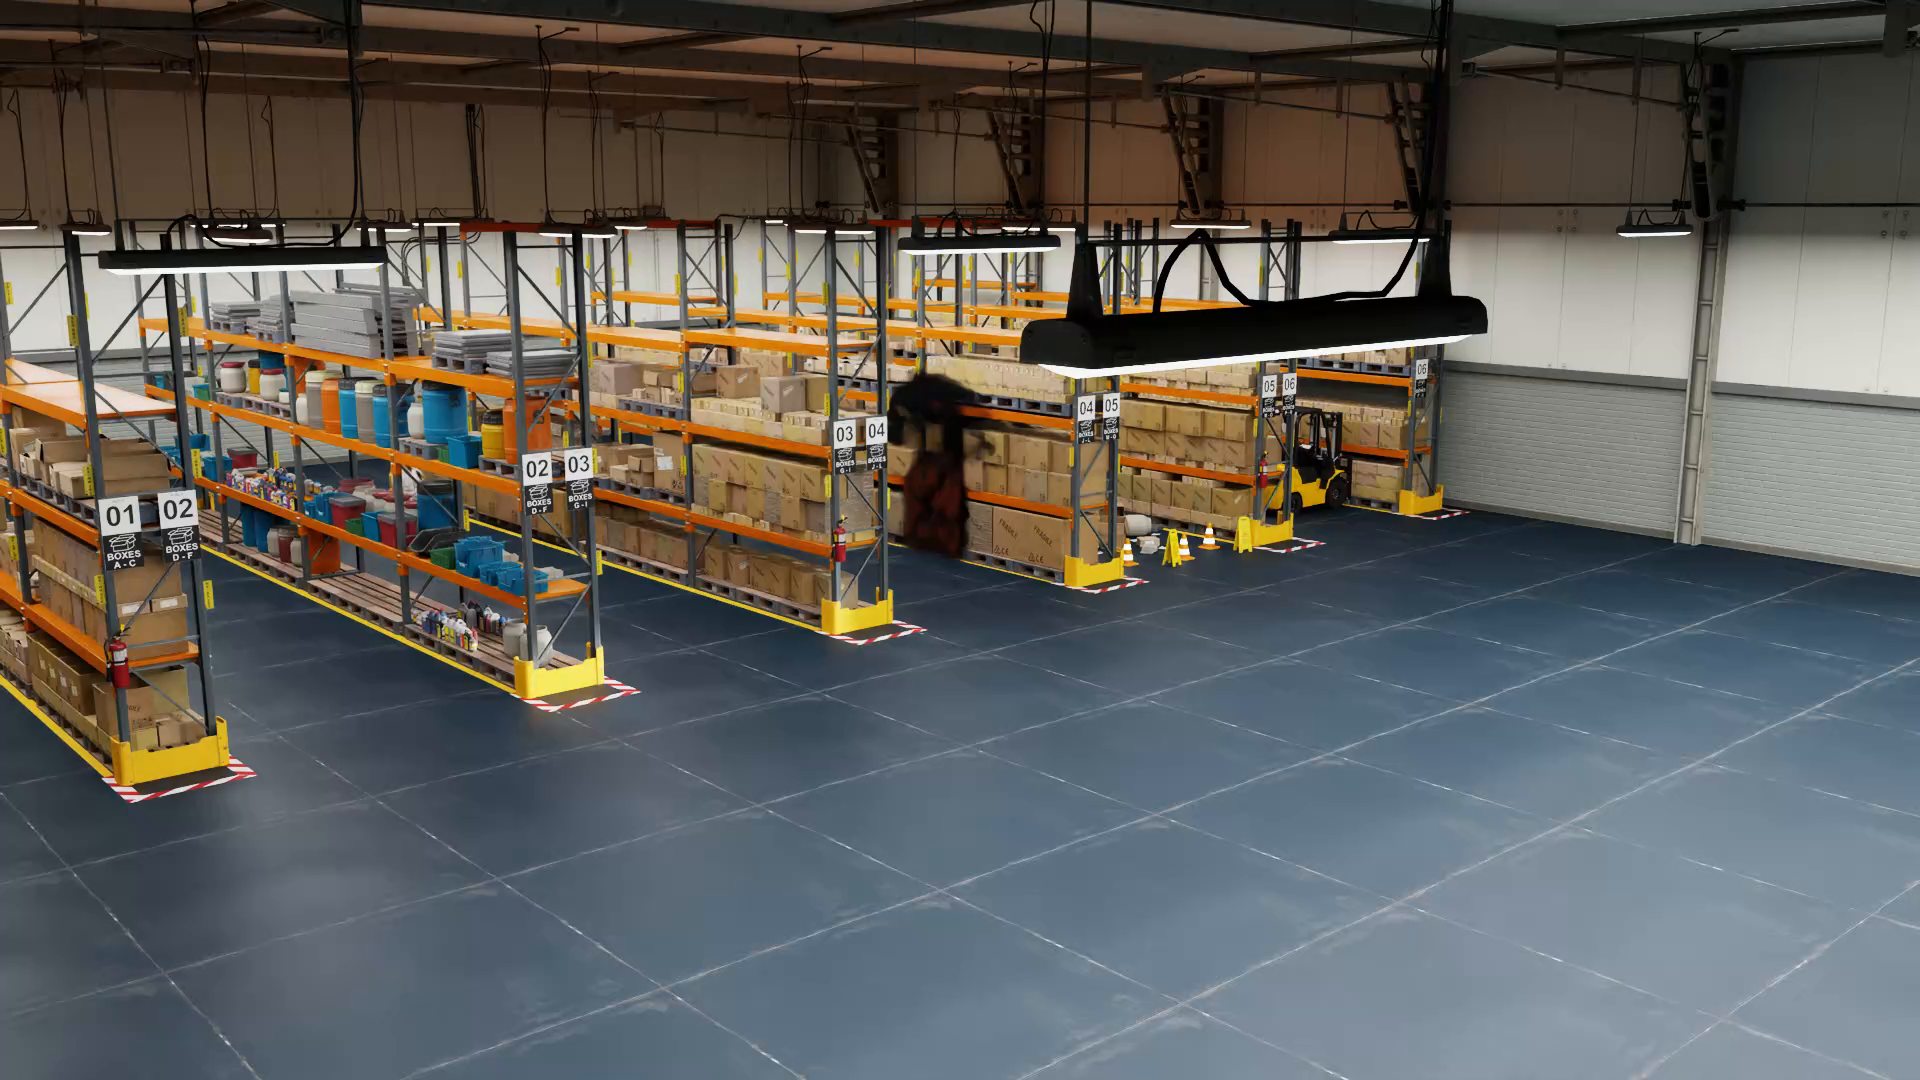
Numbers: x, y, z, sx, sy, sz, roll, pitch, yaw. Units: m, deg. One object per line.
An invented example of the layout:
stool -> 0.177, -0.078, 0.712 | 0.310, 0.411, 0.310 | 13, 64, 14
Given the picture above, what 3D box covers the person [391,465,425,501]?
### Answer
person -> -10.378, -0.785, 31.377 | 0.631, 1.764, 0.685 | 10, 15, 42
